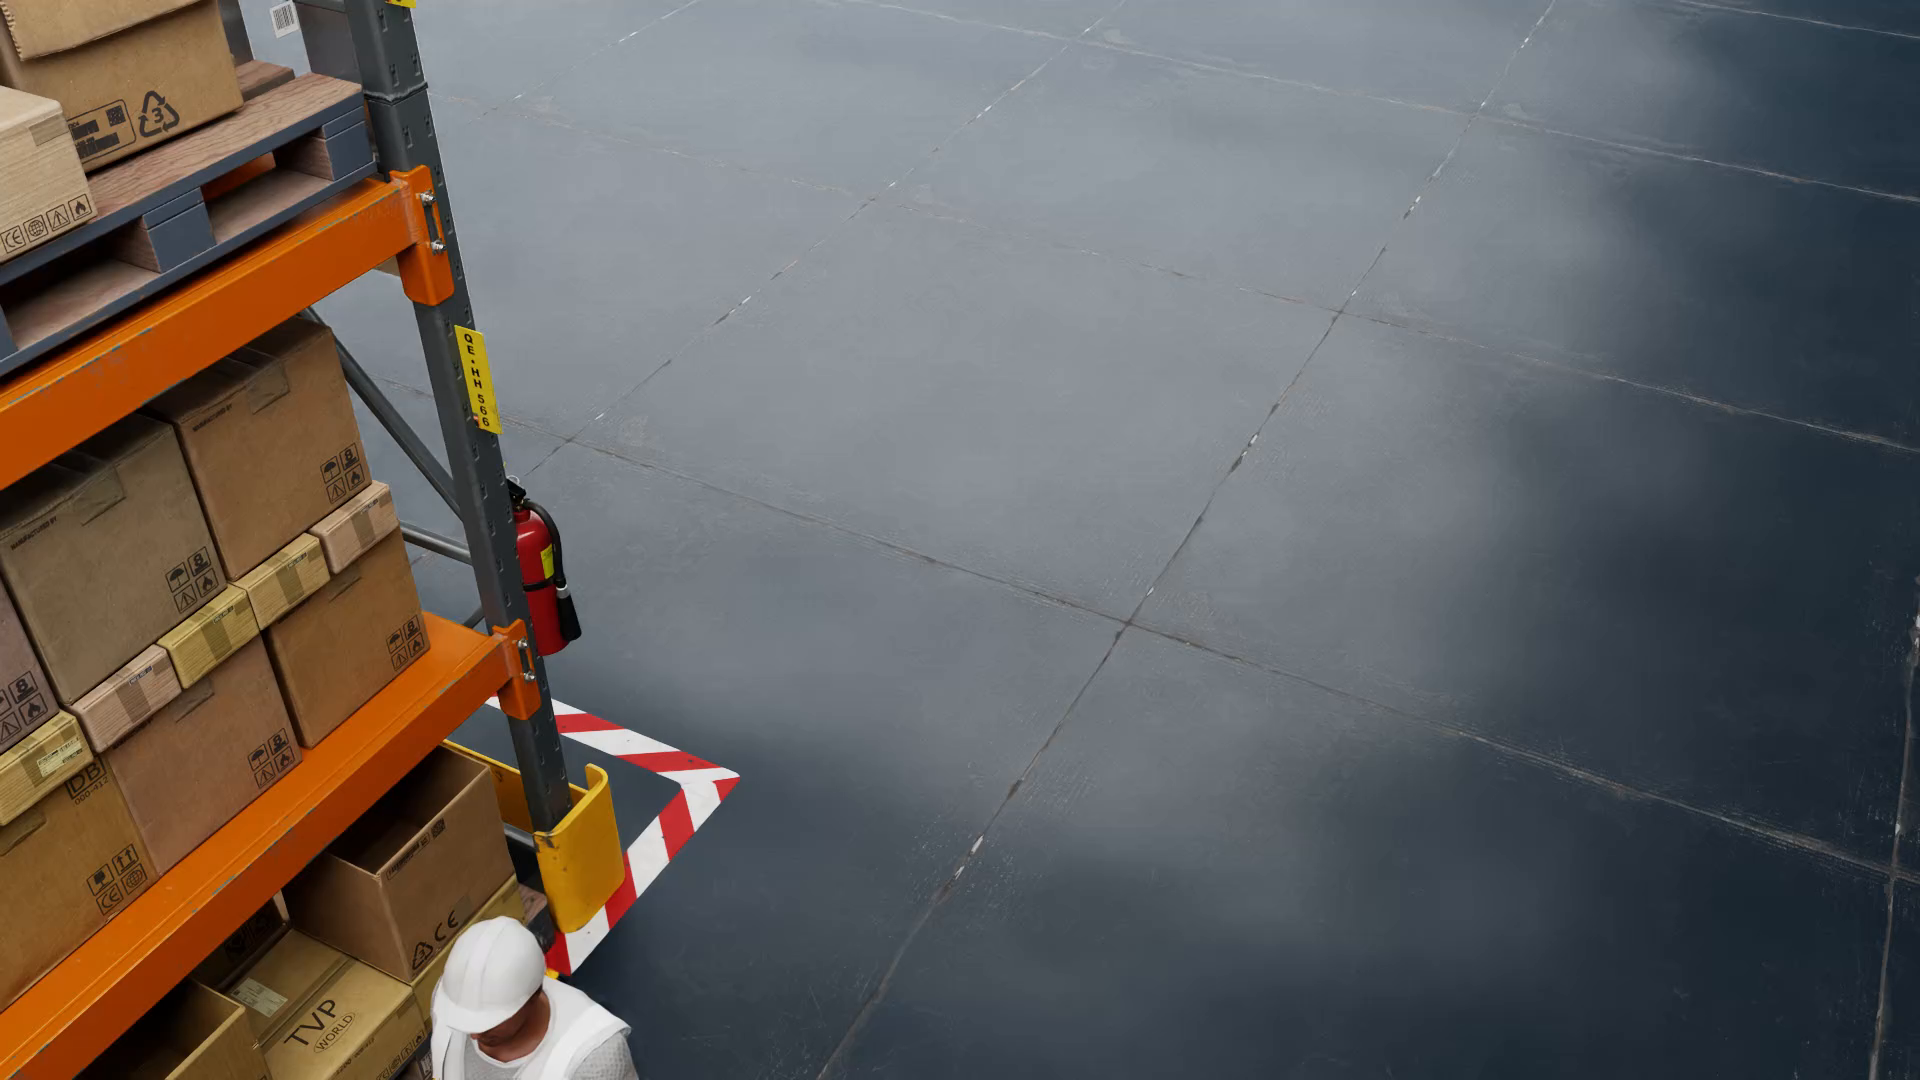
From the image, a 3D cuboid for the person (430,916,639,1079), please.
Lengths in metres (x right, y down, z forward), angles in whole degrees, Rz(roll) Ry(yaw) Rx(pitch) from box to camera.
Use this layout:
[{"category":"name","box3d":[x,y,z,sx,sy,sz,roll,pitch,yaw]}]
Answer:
[{"category":"person","box3d":[-1.005,1.498,4.157,0.570,1.765,0.725,20,42,23]}]
